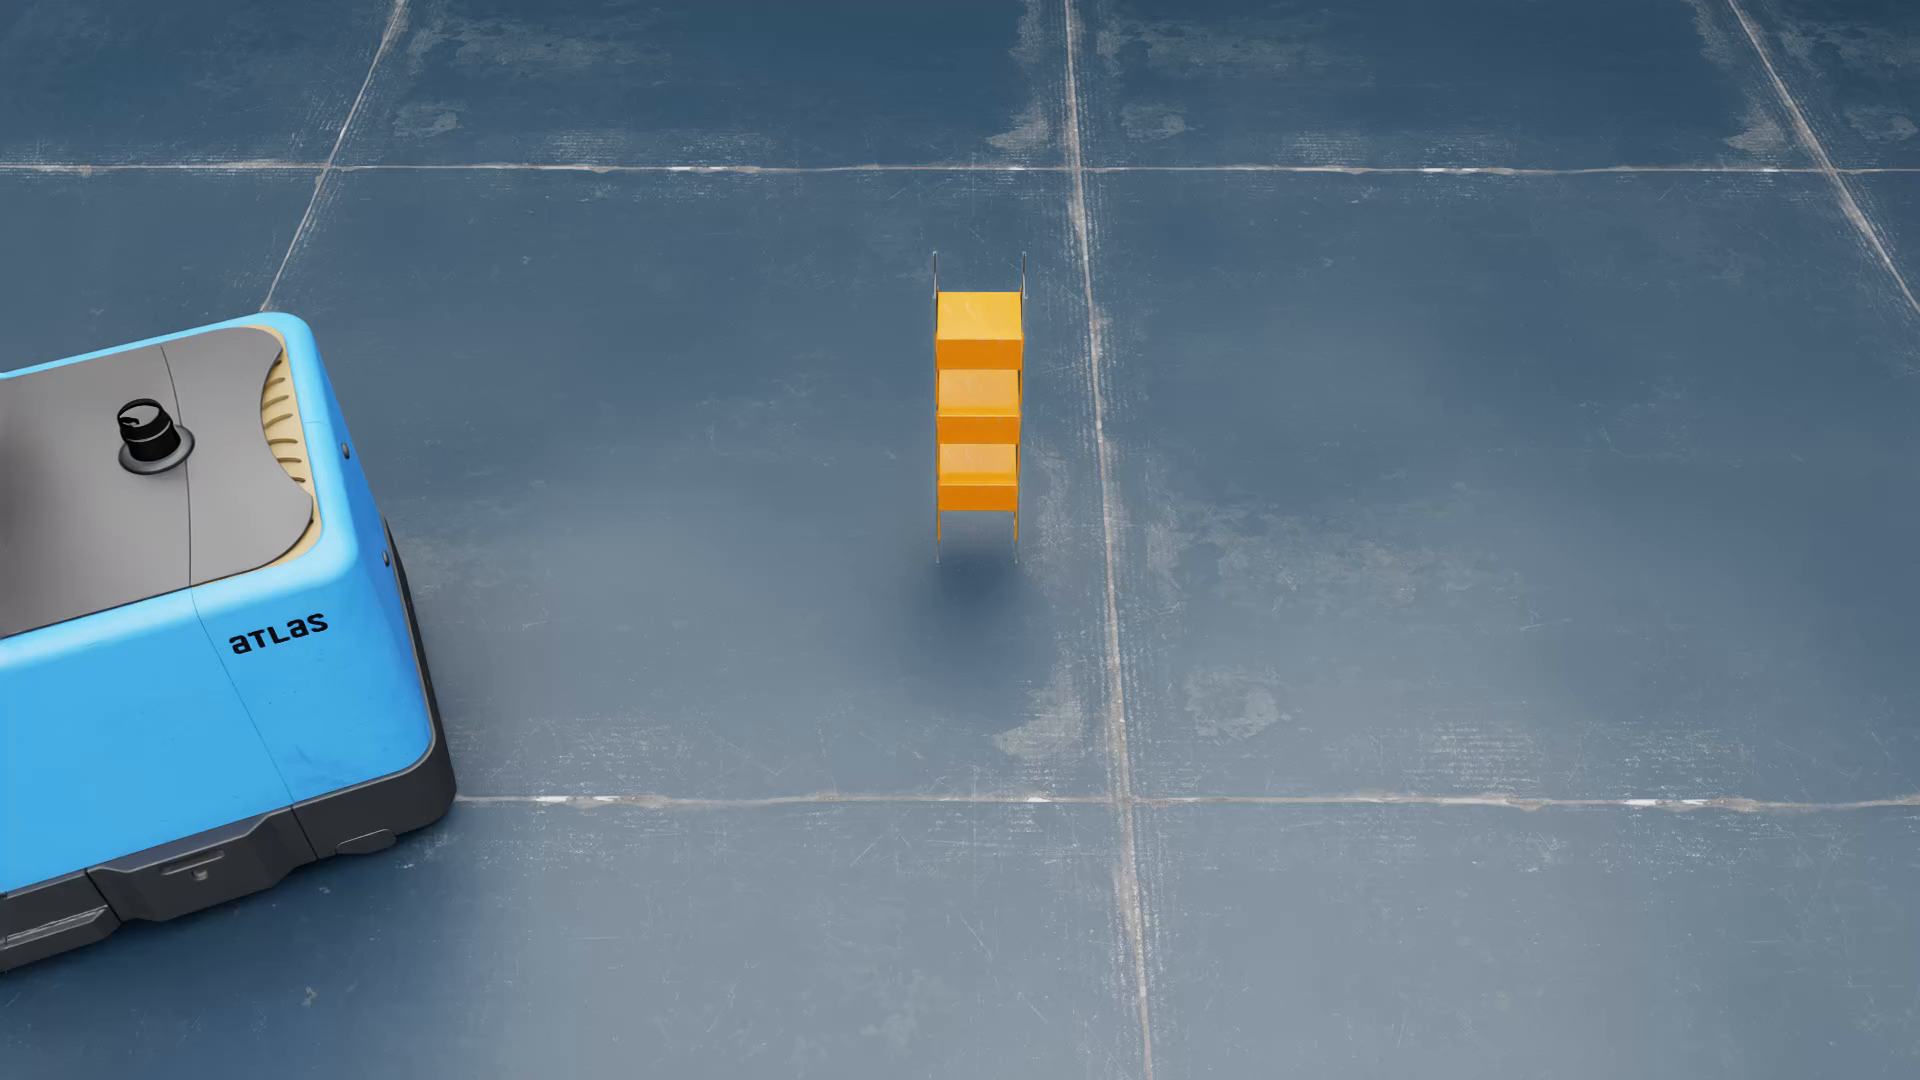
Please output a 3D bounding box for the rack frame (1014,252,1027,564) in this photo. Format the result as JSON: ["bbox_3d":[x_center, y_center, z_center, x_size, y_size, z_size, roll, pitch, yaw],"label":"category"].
[{"bbox_3d":[0.176,-0.357,4.865,0.008,1.050,0.200,0,47,0],"label":"rack frame"}]

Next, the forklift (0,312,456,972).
[{"bbox_3d":[-2.935,-0.151,3.388,3.031,2.935,1.130,-17,49,-15],"label":"forklift"}]

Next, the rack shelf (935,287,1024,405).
[{"bbox_3d":[0.054,-0.544,4.666,0.240,0.259,0.215,0,47,0],"label":"rack shelf"}]

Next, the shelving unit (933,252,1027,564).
[{"bbox_3d":[0.054,-0.358,4.866,0.252,1.050,0.215,0,47,0],"label":"shelving unit"}]

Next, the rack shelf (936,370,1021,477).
[{"bbox_3d":[0.054,-0.350,4.873,0.240,0.259,0.215,0,47,0],"label":"rack shelf"}]

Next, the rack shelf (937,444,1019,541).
[{"bbox_3d":[0.054,-0.161,5.077,0.240,0.259,0.215,0,47,0],"label":"rack shelf"}]

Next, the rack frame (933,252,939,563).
[{"bbox_3d":[-0.068,-0.358,4.866,0.008,1.050,0.200,0,47,0],"label":"rack frame"}]
